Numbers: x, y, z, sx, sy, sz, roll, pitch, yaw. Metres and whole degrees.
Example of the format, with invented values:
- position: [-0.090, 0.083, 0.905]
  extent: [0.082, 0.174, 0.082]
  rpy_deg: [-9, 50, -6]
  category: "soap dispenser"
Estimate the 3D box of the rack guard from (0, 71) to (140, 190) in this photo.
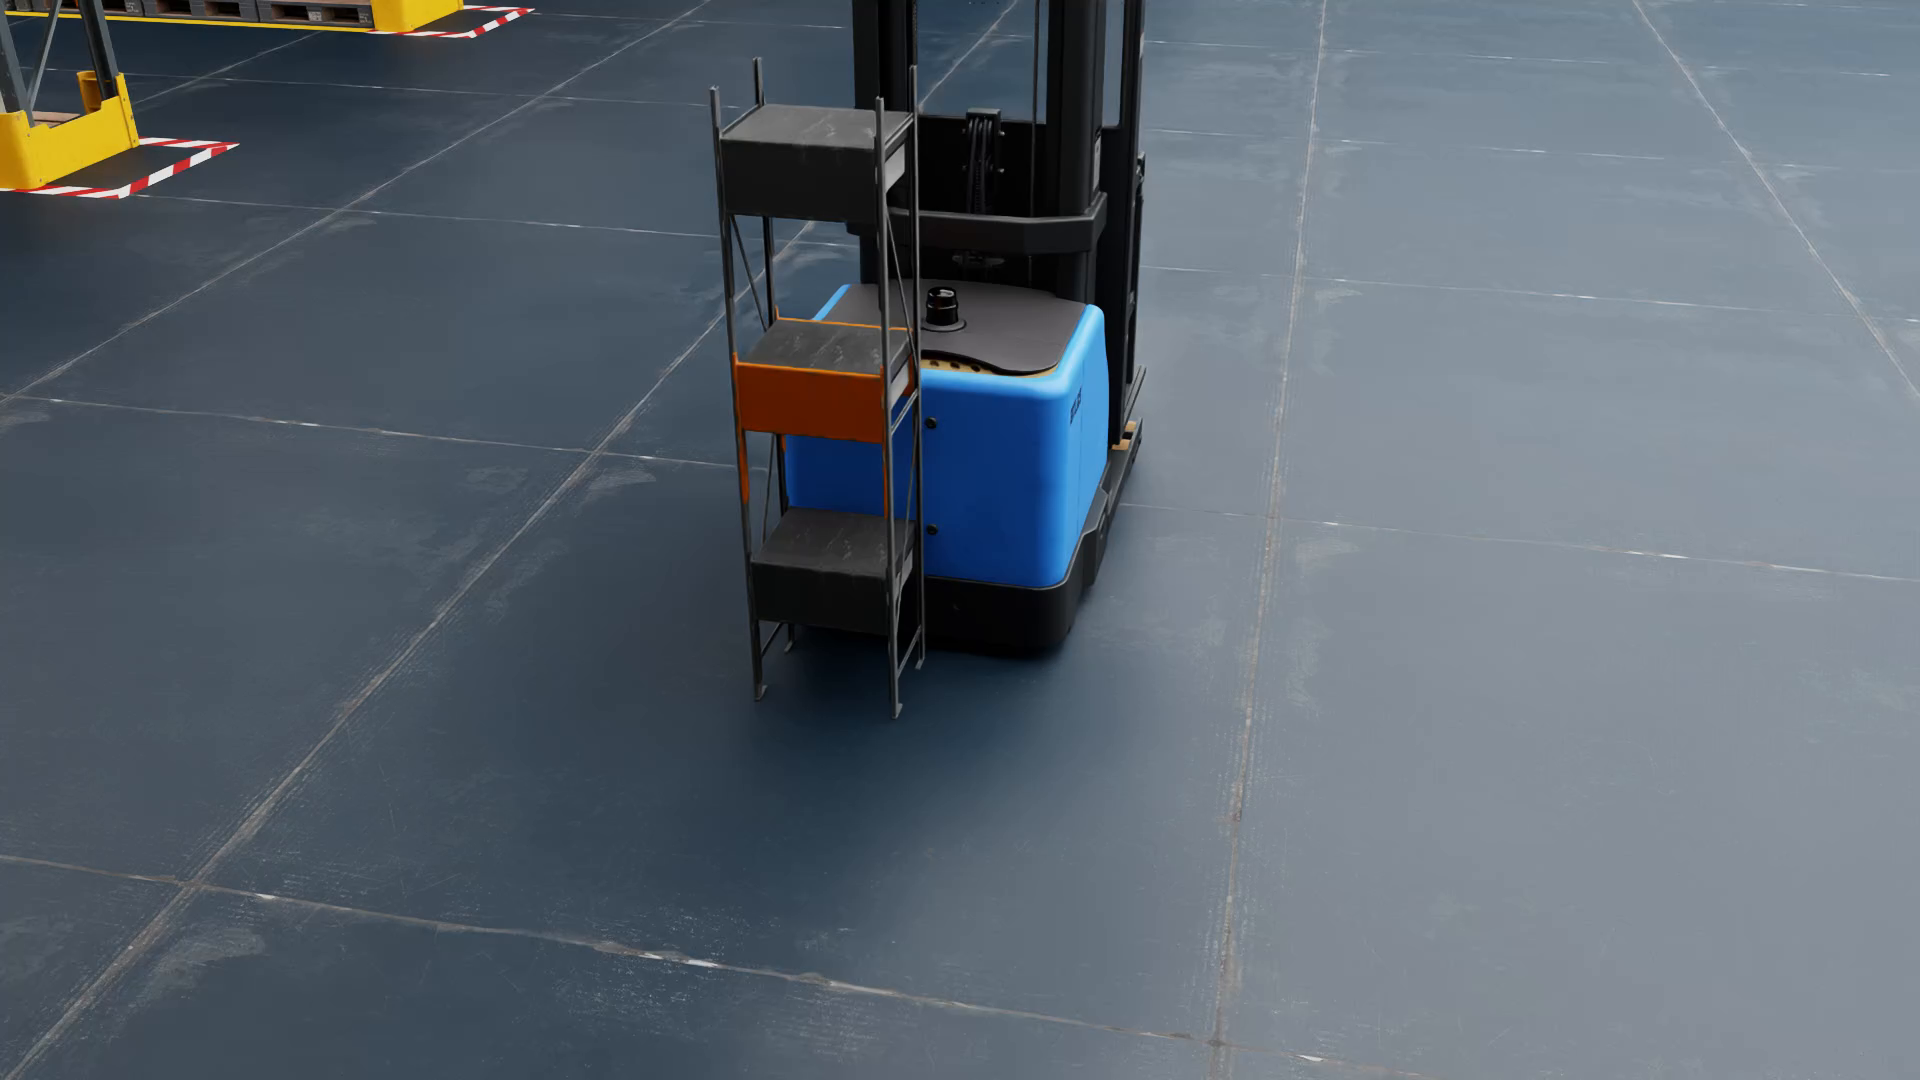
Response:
- position: [-6.161, -2.815, 11.371]
  extent: [0.348, 0.500, 1.175]
  rpy_deg: [6, 29, 11]
  category: "rack guard"

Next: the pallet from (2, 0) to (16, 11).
- position: [-9.716, -5.507, 16.590]
  extent: [1.213, 0.211, 1.003]
  rpy_deg: [6, 29, 11]
  category: "pallet"

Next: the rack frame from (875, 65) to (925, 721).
- position: [-0.180, -0.400, 5.291]
  extent: [0.015, 2.100, 0.400]
  rpy_deg: [6, 30, 12]
  category: "rack frame"

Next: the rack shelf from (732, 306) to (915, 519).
- position: [-0.418, -0.415, 5.347]
  extent: [0.480, 0.518, 0.431]
  rpy_deg: [6, 30, 12]
  category: "rack shelf"

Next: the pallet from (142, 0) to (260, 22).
- position: [-7.094, -5.258, 16.134]
  extent: [1.213, 0.211, 1.003]
  rpy_deg: [6, 29, 11]
  category: "pallet"

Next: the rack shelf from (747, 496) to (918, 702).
- position: [-0.416, 0.196, 5.687]
  extent: [0.480, 0.518, 0.431]
  rpy_deg: [6, 30, 12]
  category: "rack shelf"

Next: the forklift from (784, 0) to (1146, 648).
- position: [0.196, -1.595, 6.610]
  extent: [1.130, 2.935, 3.031]
  rpy_deg: [7, 29, 12]
  category: "forklift"

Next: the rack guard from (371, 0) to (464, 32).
- position: [-5.117, -5.163, 15.660]
  extent: [0.348, 0.500, 1.175]
  rpy_deg: [6, 29, 11]
  category: "rack guard"

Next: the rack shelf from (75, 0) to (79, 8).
- position: [-8.033, -3.811, 11.337]
  extent: [4.000, 0.370, 1.077]
  rpy_deg: [6, 29, 11]
  category: "rack shelf"

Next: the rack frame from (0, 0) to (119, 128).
- position: [-6.077, -3.926, 10.798]
  extent: [0.127, 3.000, 1.000]
  rpy_deg: [6, 29, 11]
  category: "rack frame"

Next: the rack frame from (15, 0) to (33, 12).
- position: [-8.955, -6.653, 15.779]
  extent: [0.127, 3.000, 1.000]
  rpy_deg: [6, 29, 11]
  category: "rack frame"

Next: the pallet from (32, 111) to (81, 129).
- position: [-6.955, -2.772, 11.594]
  extent: [1.213, 0.211, 1.003]
  rpy_deg: [6, 29, 11]
  category: "pallet"

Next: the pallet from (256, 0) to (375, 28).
- position: [-5.904, -5.135, 15.909]
  extent: [1.213, 0.211, 1.003]
  rpy_deg: [6, 29, 11]
  category: "pallet"

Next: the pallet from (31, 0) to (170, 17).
- position: [-8.290, -5.379, 16.356]
  extent: [1.213, 0.211, 1.003]
  rpy_deg: [6, 29, 11]
  category: "pallet"

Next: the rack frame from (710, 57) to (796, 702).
- position: [-0.655, -0.454, 5.389]
  extent: [0.015, 2.100, 0.400]
  rpy_deg: [6, 30, 12]
  category: "rack frame"

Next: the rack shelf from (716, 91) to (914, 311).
- position: [-0.419, -1.027, 5.006]
  extent: [0.480, 0.518, 0.431]
  rpy_deg: [6, 30, 12]
  category: "rack shelf"

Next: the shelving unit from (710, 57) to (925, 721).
- position: [-0.418, -0.427, 5.340]
  extent: [0.503, 2.100, 0.431]
  rpy_deg: [6, 30, 12]
  category: "shelving unit"

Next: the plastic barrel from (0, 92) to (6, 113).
- position: [-6.737, -3.049, 11.349]
  extent: [0.421, 0.512, 0.421]
  rpy_deg: [0, 29, 0]
  category: "plastic barrel"
